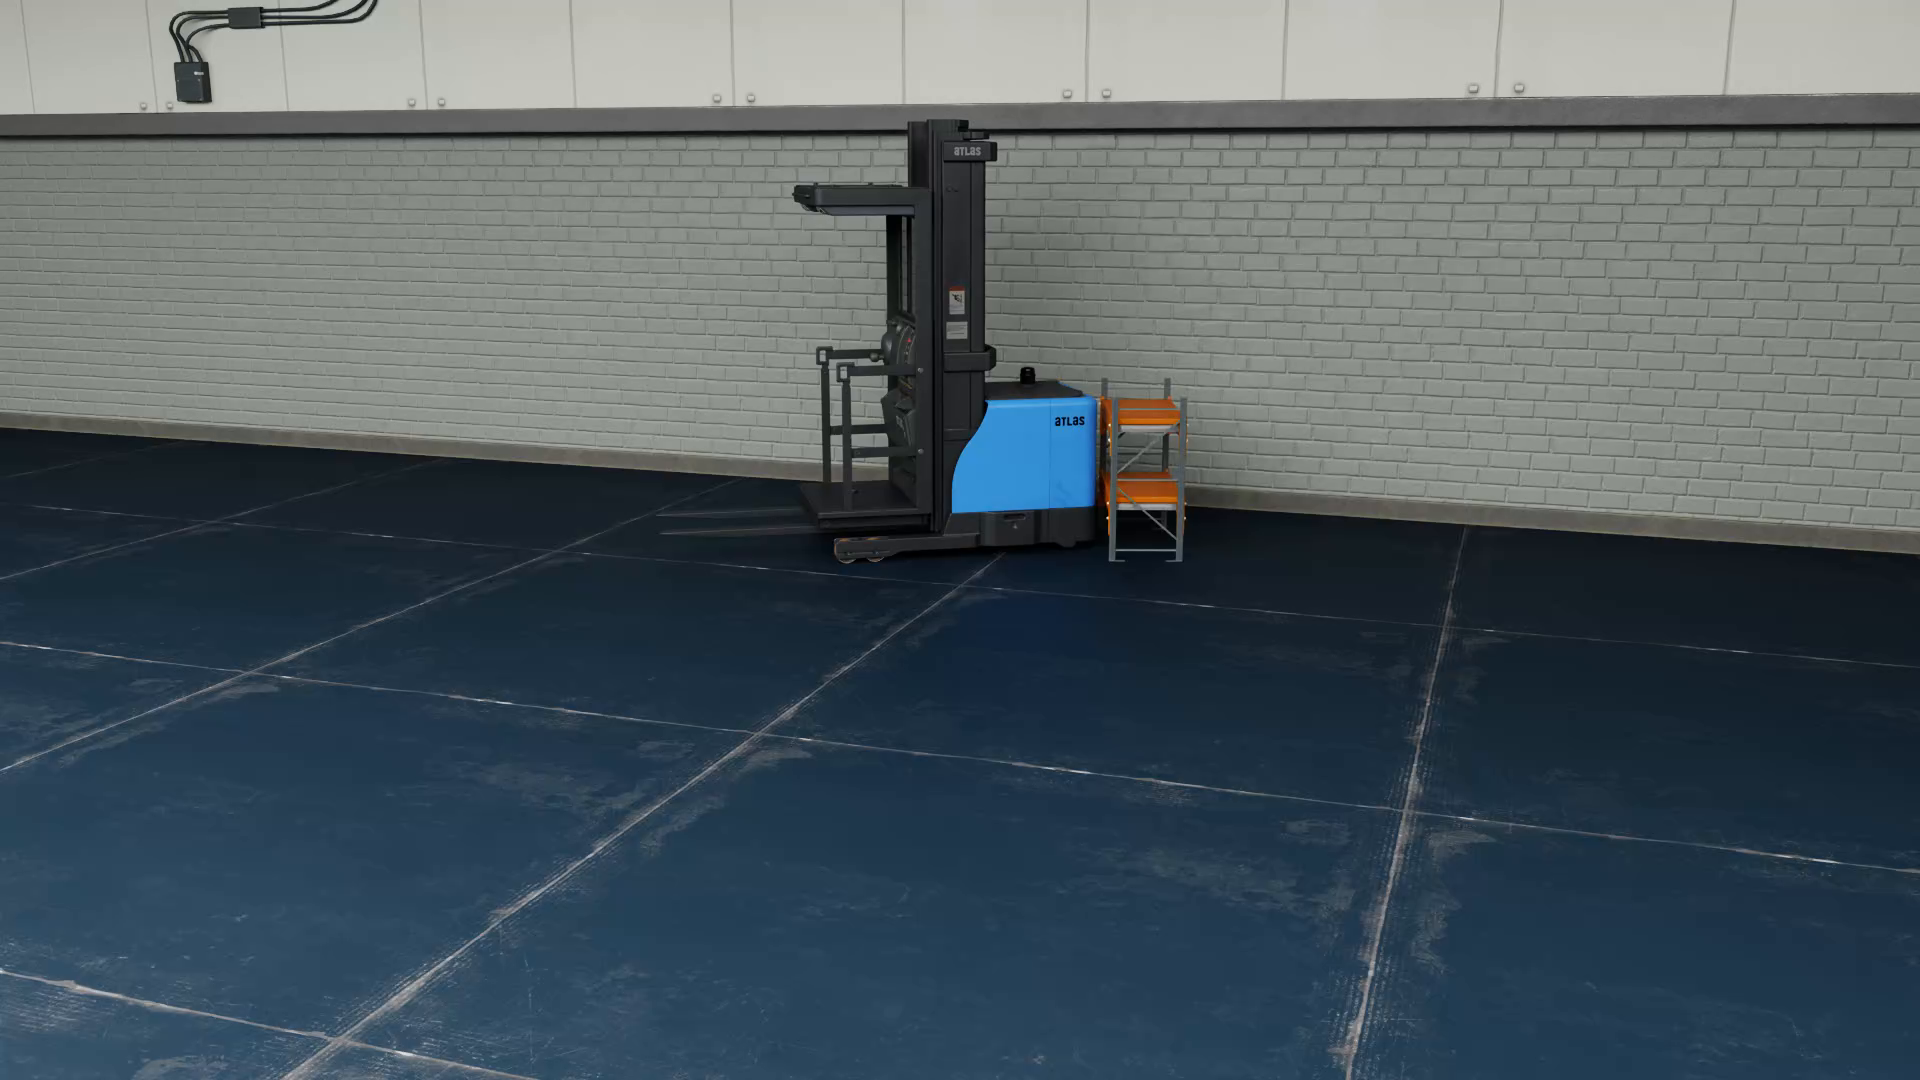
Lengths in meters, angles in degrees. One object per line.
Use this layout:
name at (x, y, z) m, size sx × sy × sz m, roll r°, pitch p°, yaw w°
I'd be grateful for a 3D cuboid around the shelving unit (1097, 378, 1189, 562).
shelving unit at (1.274, -0.517, 11.726) m, size 0.538 × 1.125 × 1.048 m, roll 0°, pitch 13°, yaw 1°

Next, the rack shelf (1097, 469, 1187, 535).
rack shelf at (1.274, -0.279, 11.780) m, size 0.538 × 0.278 × 1.000 m, roll 0°, pitch 13°, yaw 1°

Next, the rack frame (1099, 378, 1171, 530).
rack frame at (1.281, -0.630, 12.222) m, size 0.500 × 1.125 × 0.032 m, roll 0°, pitch 13°, yaw 1°

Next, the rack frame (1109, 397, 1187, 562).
rack frame at (1.267, -0.404, 11.230) m, size 0.500 × 1.125 × 0.032 m, roll 0°, pitch 13°, yaw 1°

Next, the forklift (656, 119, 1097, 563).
forklift at (-0.608, -1.399, 11.529) m, size 3.031 × 2.935 × 1.130 m, roll -3°, pitch 13°, yaw -12°

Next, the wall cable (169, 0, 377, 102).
wall cable at (-6.144, -6.910, 14.396) m, size 2.305 × 6.003 × 0.169 m, roll 4°, pitch 14°, yaw 18°

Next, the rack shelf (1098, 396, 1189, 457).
rack shelf at (1.274, -0.803, 11.661) m, size 0.538 × 0.278 × 1.000 m, roll 0°, pitch 13°, yaw 1°
